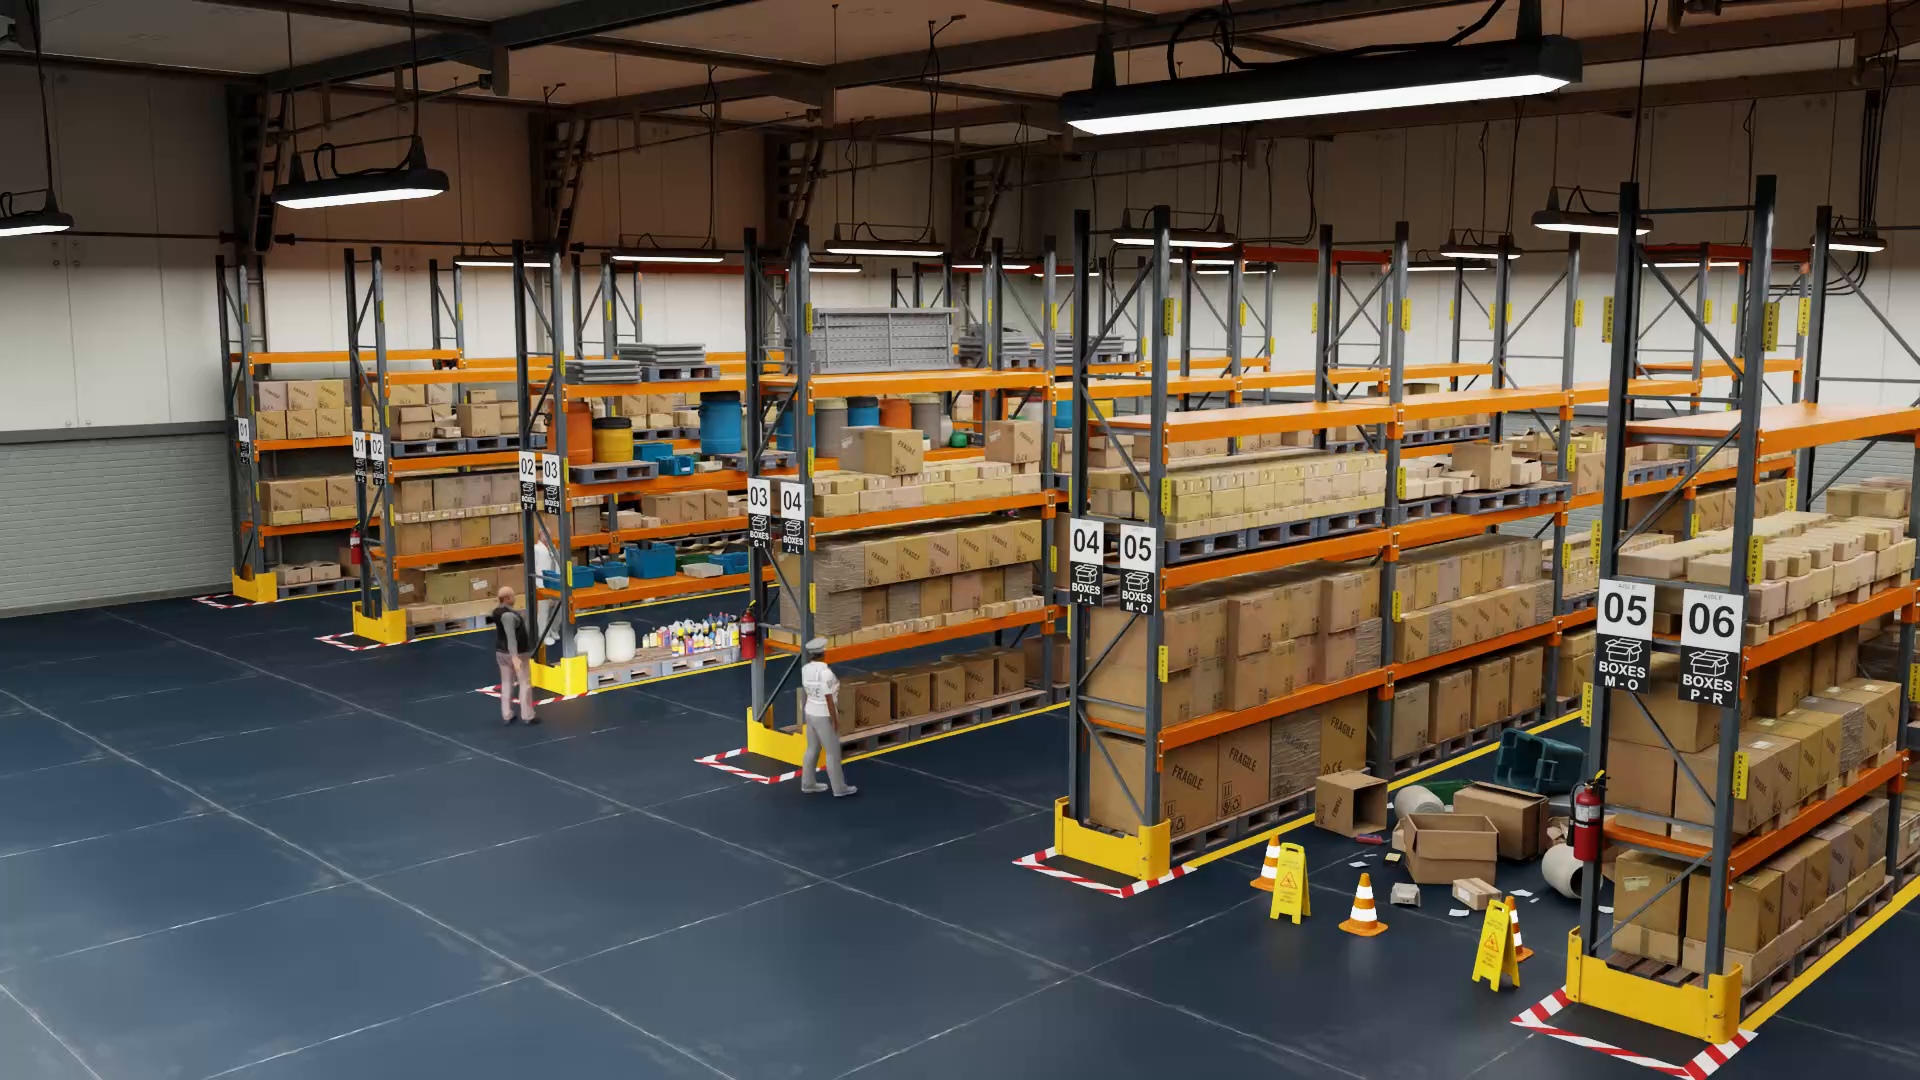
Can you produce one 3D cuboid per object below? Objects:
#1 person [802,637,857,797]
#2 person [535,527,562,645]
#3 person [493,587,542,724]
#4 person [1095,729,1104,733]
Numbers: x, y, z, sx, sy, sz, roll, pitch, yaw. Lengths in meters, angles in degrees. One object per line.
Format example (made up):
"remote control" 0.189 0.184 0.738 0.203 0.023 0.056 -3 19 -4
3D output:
"person" -1.381 1.865 17.564 0.533 1.670 0.454 -3 9 -22
"person" -6.337 0.691 25.520 0.575 1.802 0.654 6 10 38
"person" -5.503 1.424 20.527 0.548 1.729 0.522 6 10 36
"person" 1.779 1.544 19.779 0.441 1.666 0.528 3 9 20
